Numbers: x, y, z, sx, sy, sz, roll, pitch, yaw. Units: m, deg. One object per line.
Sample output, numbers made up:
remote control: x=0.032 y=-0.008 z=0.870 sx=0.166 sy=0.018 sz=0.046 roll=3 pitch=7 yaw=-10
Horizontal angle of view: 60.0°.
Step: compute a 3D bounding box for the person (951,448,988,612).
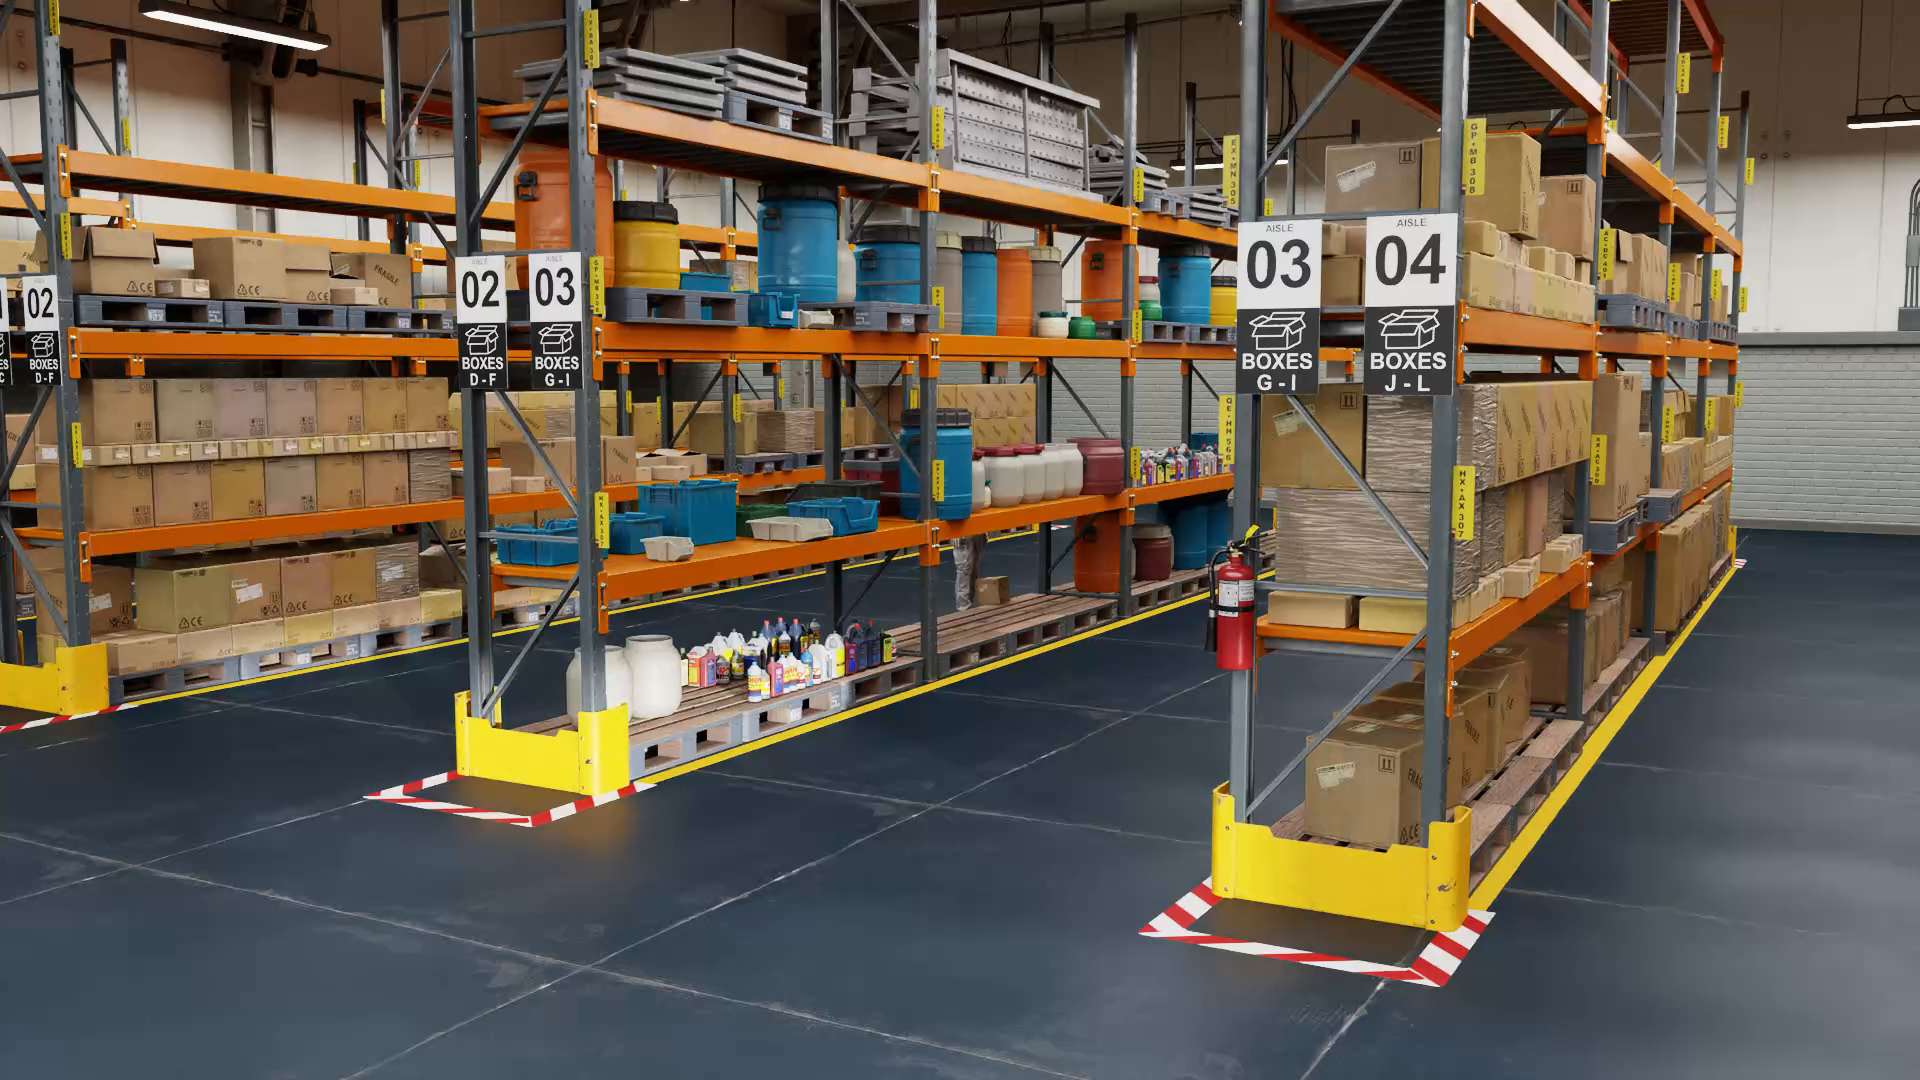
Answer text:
person: x=0.128 y=-0.067 z=16.552 sx=0.577 sy=1.782 sz=0.656 roll=3 pitch=7 yaw=28
